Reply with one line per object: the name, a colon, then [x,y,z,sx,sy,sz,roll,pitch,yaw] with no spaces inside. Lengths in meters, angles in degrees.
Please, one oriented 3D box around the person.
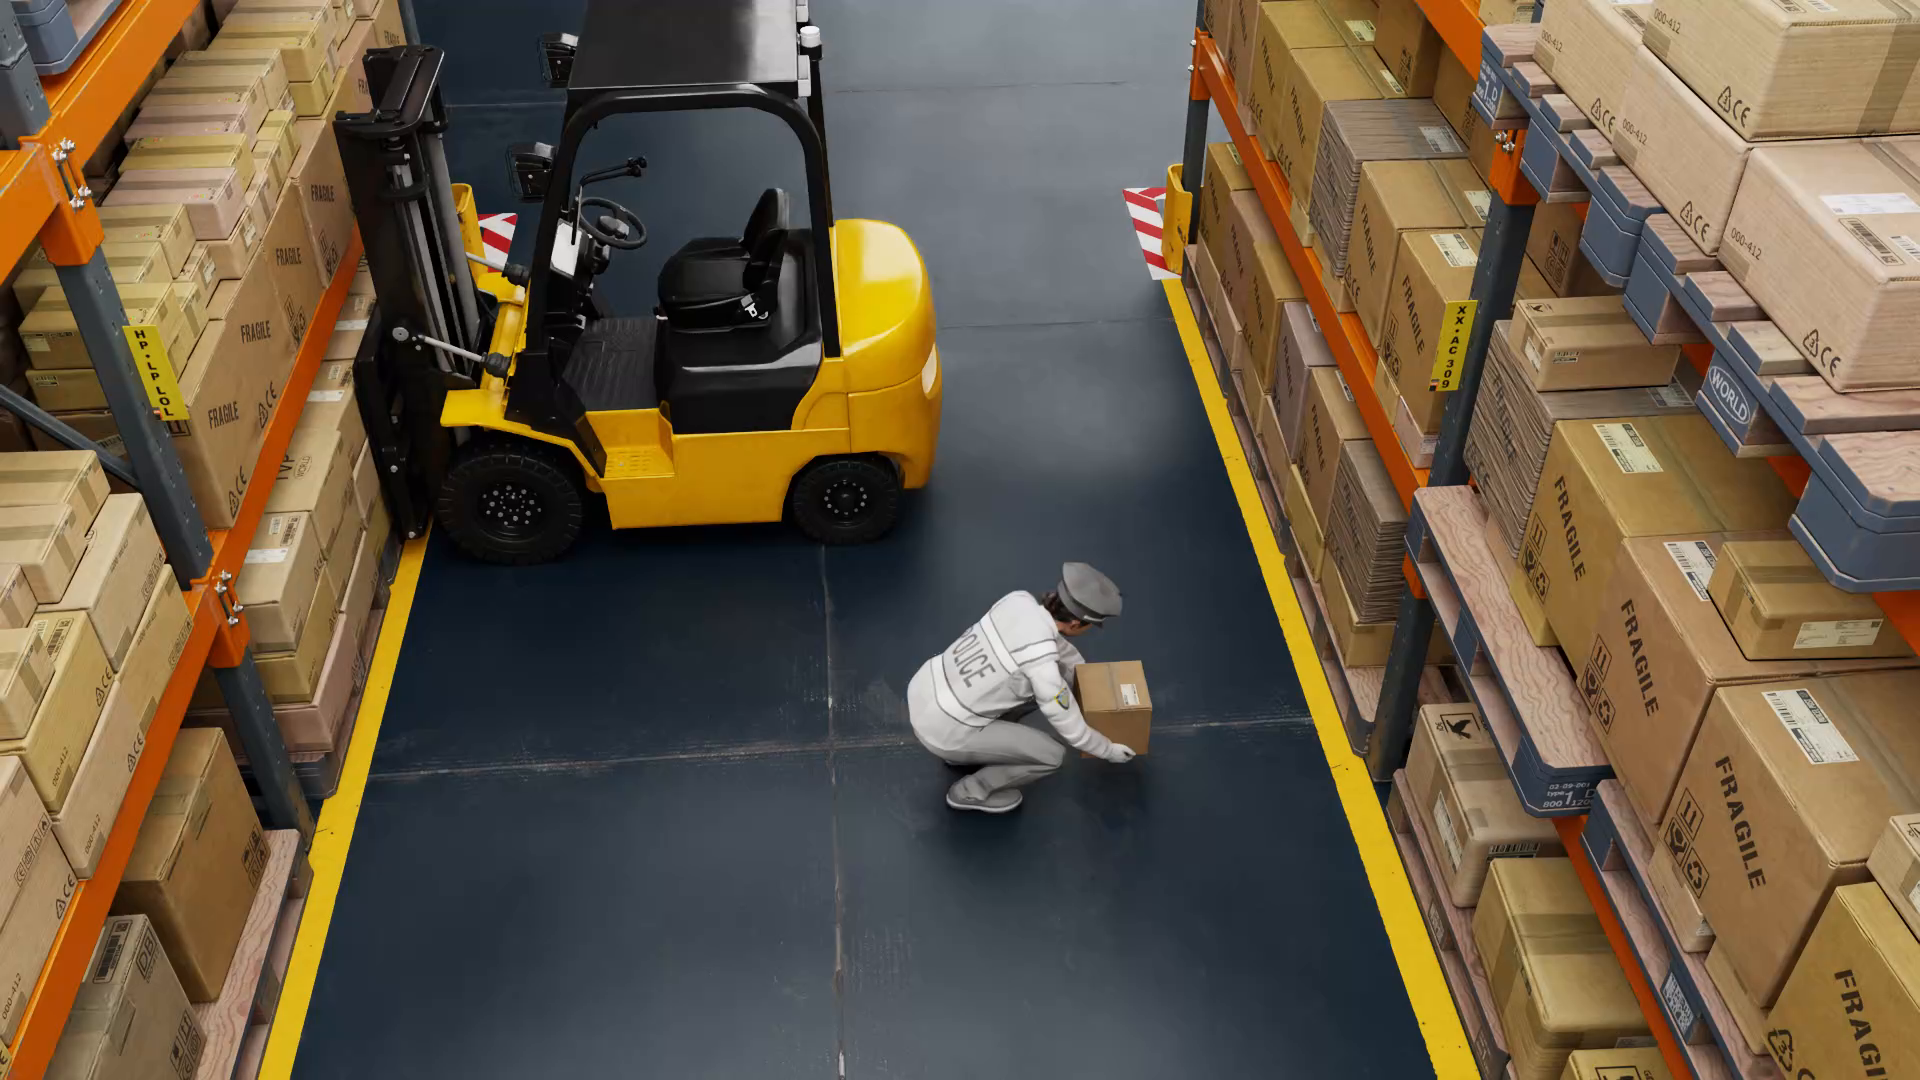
person: [0.224,0.536,6.066,0.830,0.961,0.495,-3,39,-4]
